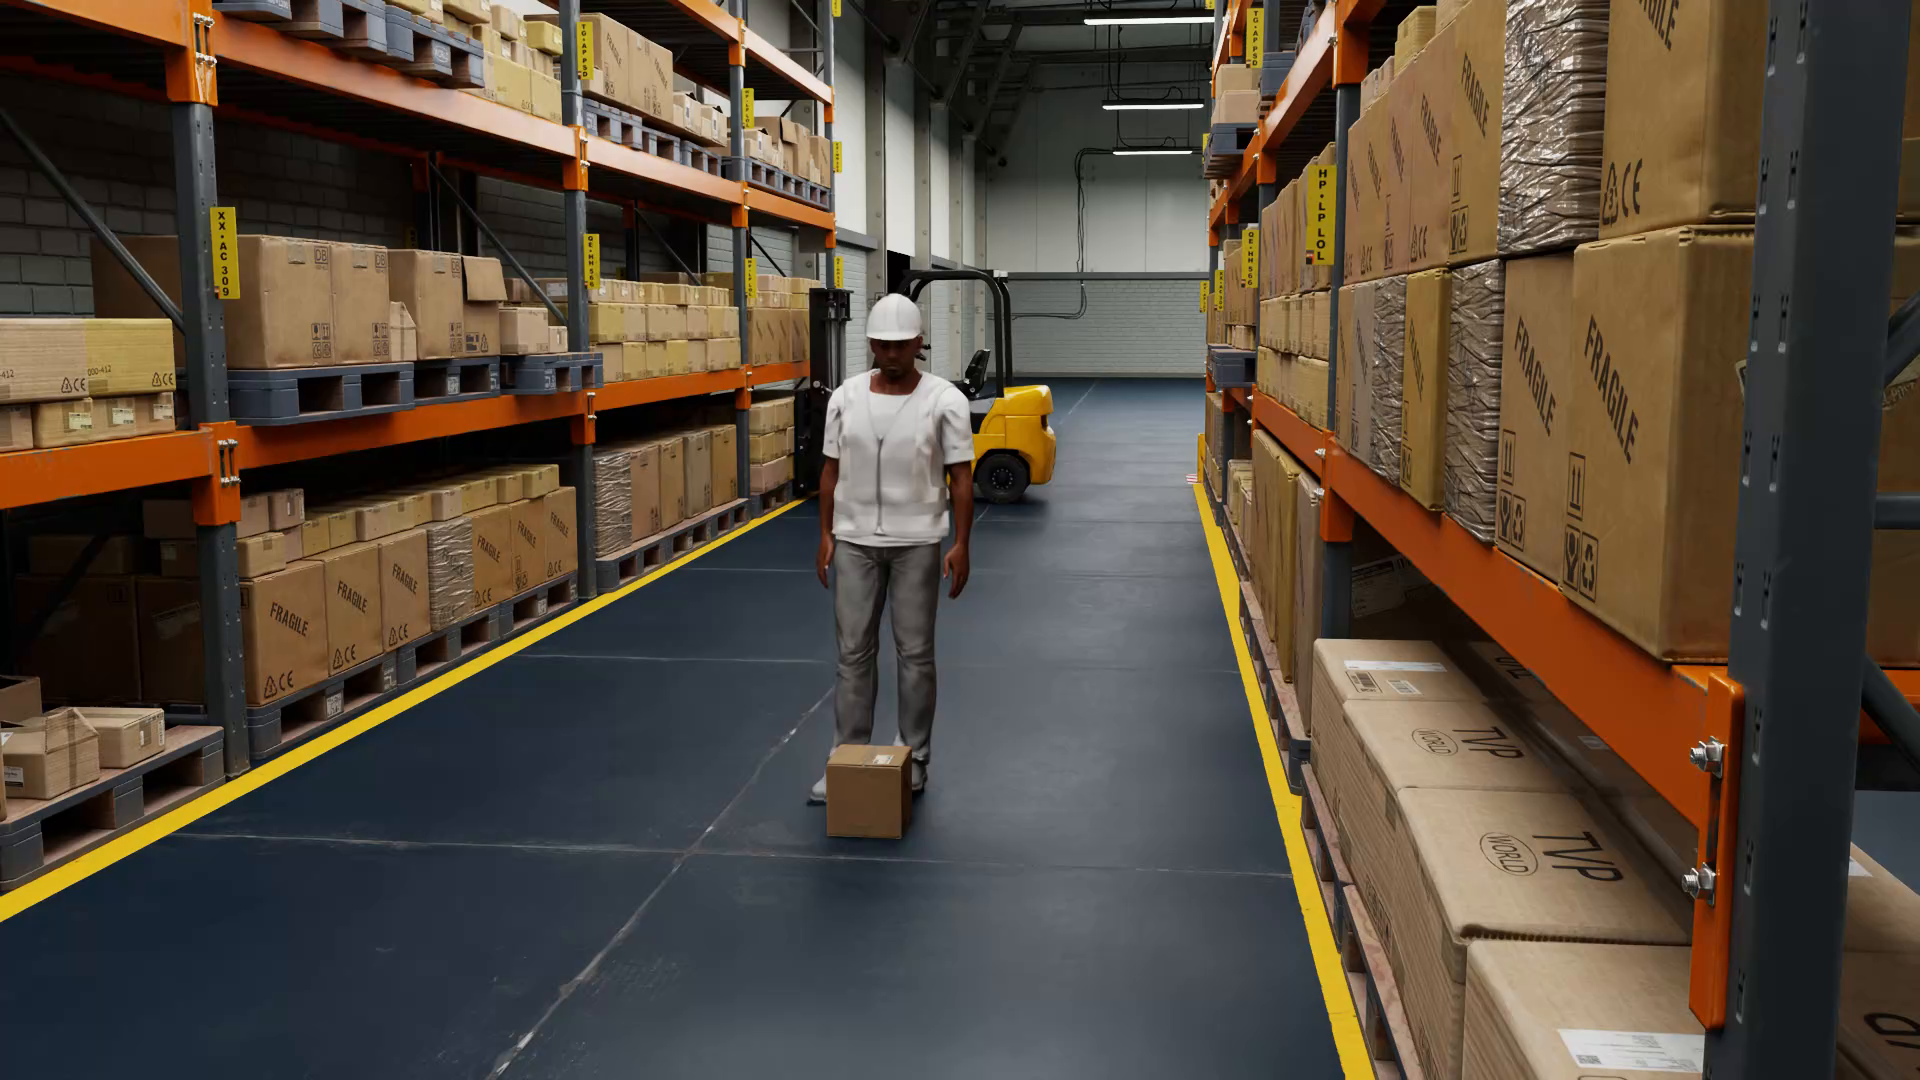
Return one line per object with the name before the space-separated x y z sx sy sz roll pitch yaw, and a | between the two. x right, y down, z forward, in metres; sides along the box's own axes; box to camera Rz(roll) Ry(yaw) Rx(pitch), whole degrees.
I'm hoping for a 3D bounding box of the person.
person | -0.252 0.022 5.926 0.582 1.785 0.471 2 8 12
